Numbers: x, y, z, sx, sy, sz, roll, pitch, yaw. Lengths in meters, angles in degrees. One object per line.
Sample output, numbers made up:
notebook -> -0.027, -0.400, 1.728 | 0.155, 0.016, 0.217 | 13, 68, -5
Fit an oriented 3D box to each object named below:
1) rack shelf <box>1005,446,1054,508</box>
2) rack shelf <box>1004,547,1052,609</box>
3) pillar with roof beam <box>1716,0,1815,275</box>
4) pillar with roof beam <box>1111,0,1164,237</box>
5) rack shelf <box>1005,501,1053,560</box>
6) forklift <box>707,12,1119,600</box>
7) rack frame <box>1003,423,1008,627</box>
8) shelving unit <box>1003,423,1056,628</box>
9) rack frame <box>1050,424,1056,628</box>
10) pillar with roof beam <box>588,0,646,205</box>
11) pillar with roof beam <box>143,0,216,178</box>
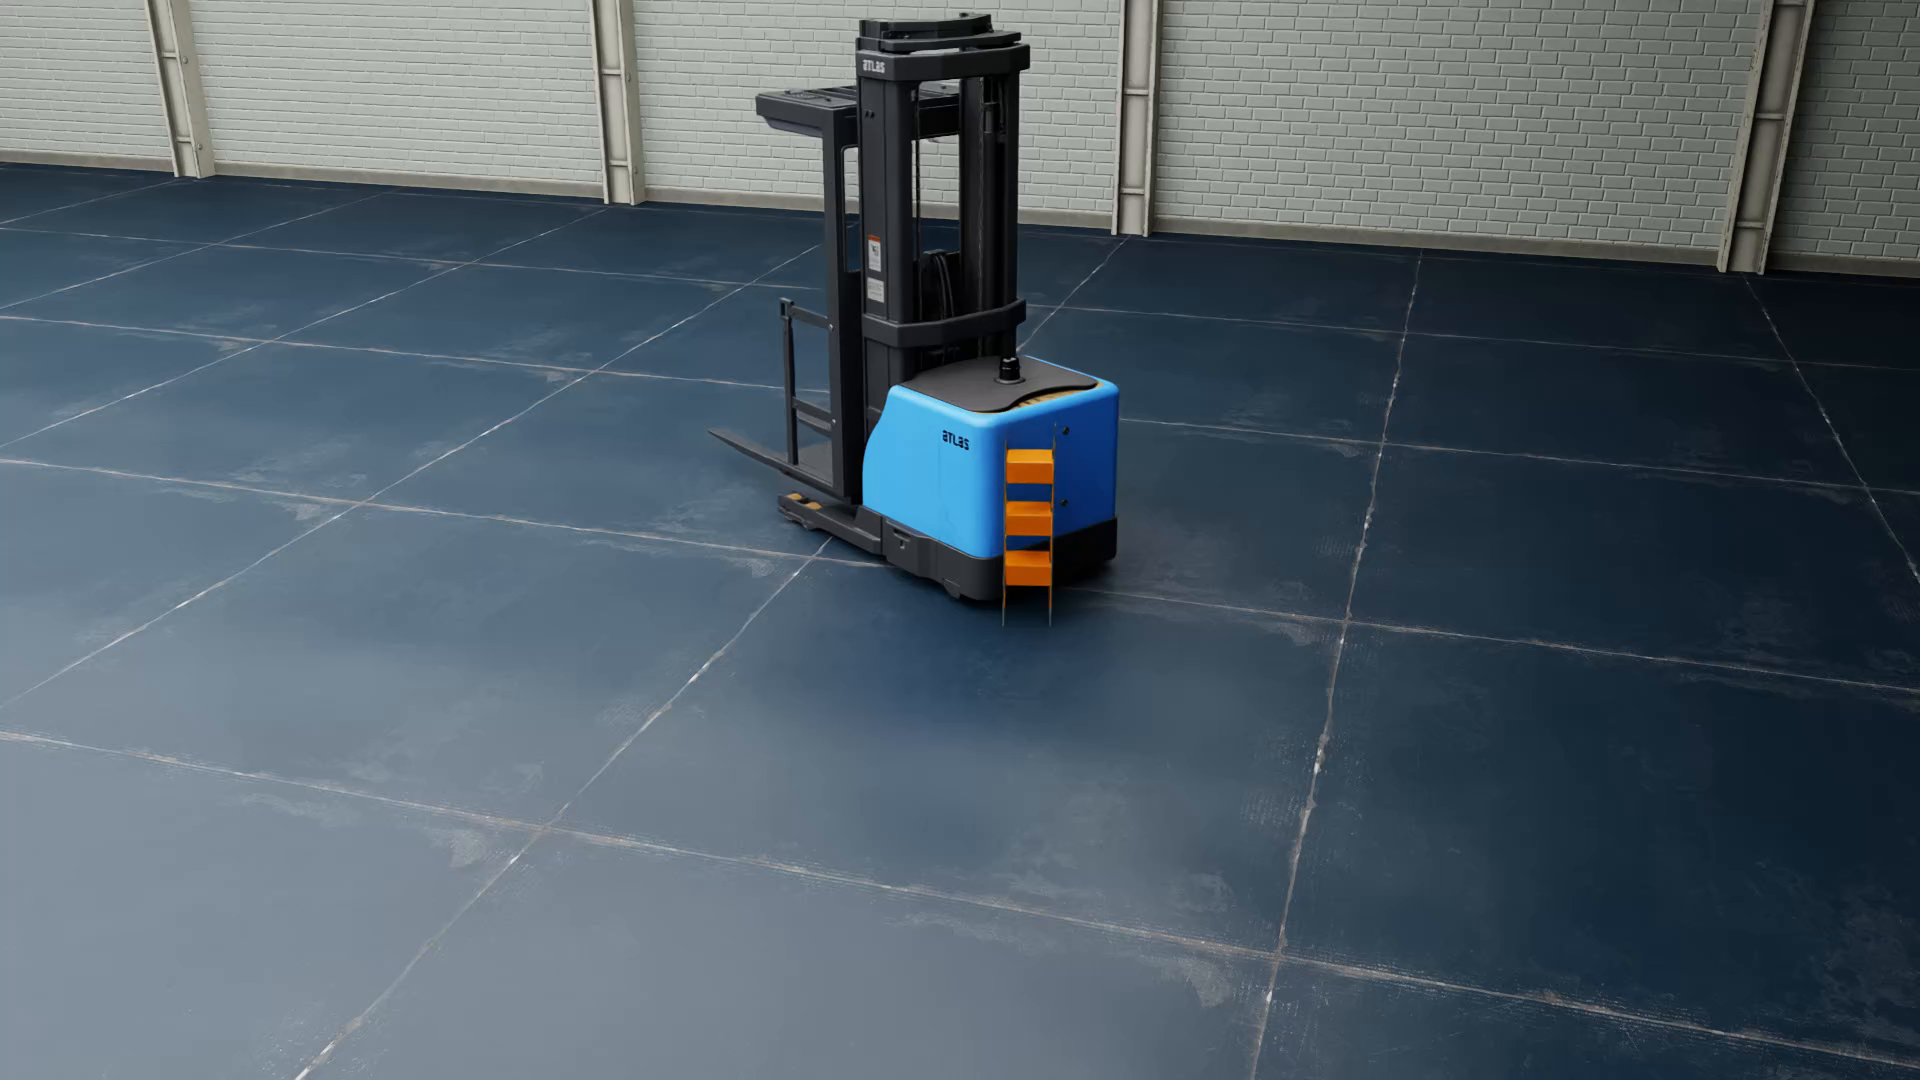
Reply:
rack shelf -> 0.355, -0.322, 8.450 | 0.240, 0.259, 0.215 | 1, 22, 3
rack shelf -> 0.355, 0.198, 8.664 | 0.240, 0.259, 0.215 | 1, 22, 3
pillar with roof beam -> 6.346, -5.228, 10.659 | 0.400, 9.000, 9.100 | 7, 23, 16
pillar with roof beam -> 0.601, -5.886, 12.262 | 0.400, 9.000, 9.100 | 7, 23, 16
rack shelf -> 0.355, -0.059, 8.558 | 0.240, 0.259, 0.215 | 1, 22, 3
forklift -> -0.446, -1.522, 9.617 | 1.130, 2.935, 3.031 | -17, 28, -36
rack frame -> 0.233, -0.071, 8.560 | 0.008, 1.050, 0.200 | 1, 22, 3
shelving unit -> 0.355, -0.069, 8.554 | 0.252, 1.050, 0.215 | 1, 22, 3
rack frame -> 0.477, -0.066, 8.548 | 0.008, 1.050, 0.200 | 1, 22, 3
pillar with roof beam -> -5.143, -6.544, 13.866 | 0.400, 9.000, 9.100 | 7, 23, 16
pillar with roof beam -> -10.887, -7.202, 15.469 | 0.400, 9.000, 9.100 | 7, 23, 16
